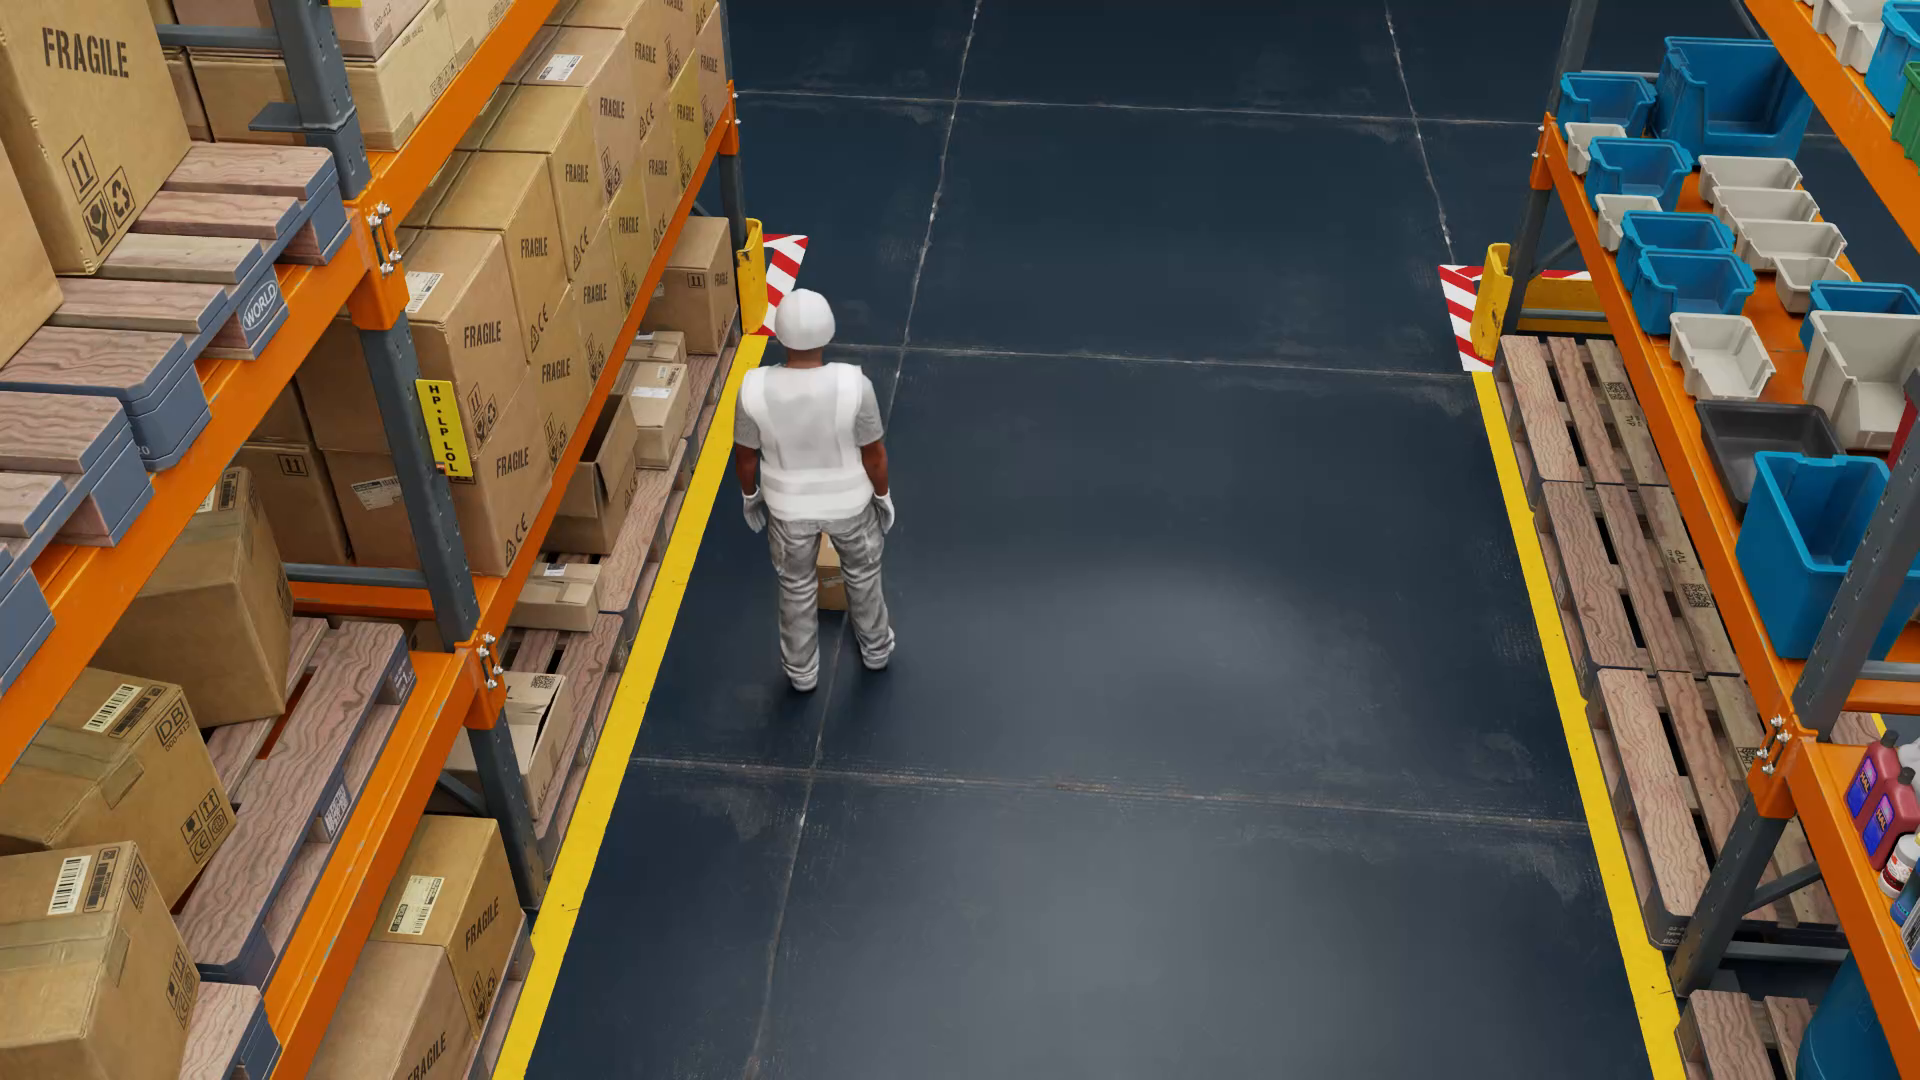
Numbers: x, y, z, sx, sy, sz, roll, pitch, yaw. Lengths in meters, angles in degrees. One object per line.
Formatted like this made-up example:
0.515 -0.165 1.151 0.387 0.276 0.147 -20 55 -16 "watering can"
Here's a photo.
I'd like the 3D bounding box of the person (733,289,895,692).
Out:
-0.543 -0.192 6.333 0.586 1.789 0.456 -1 40 -1 "person"
